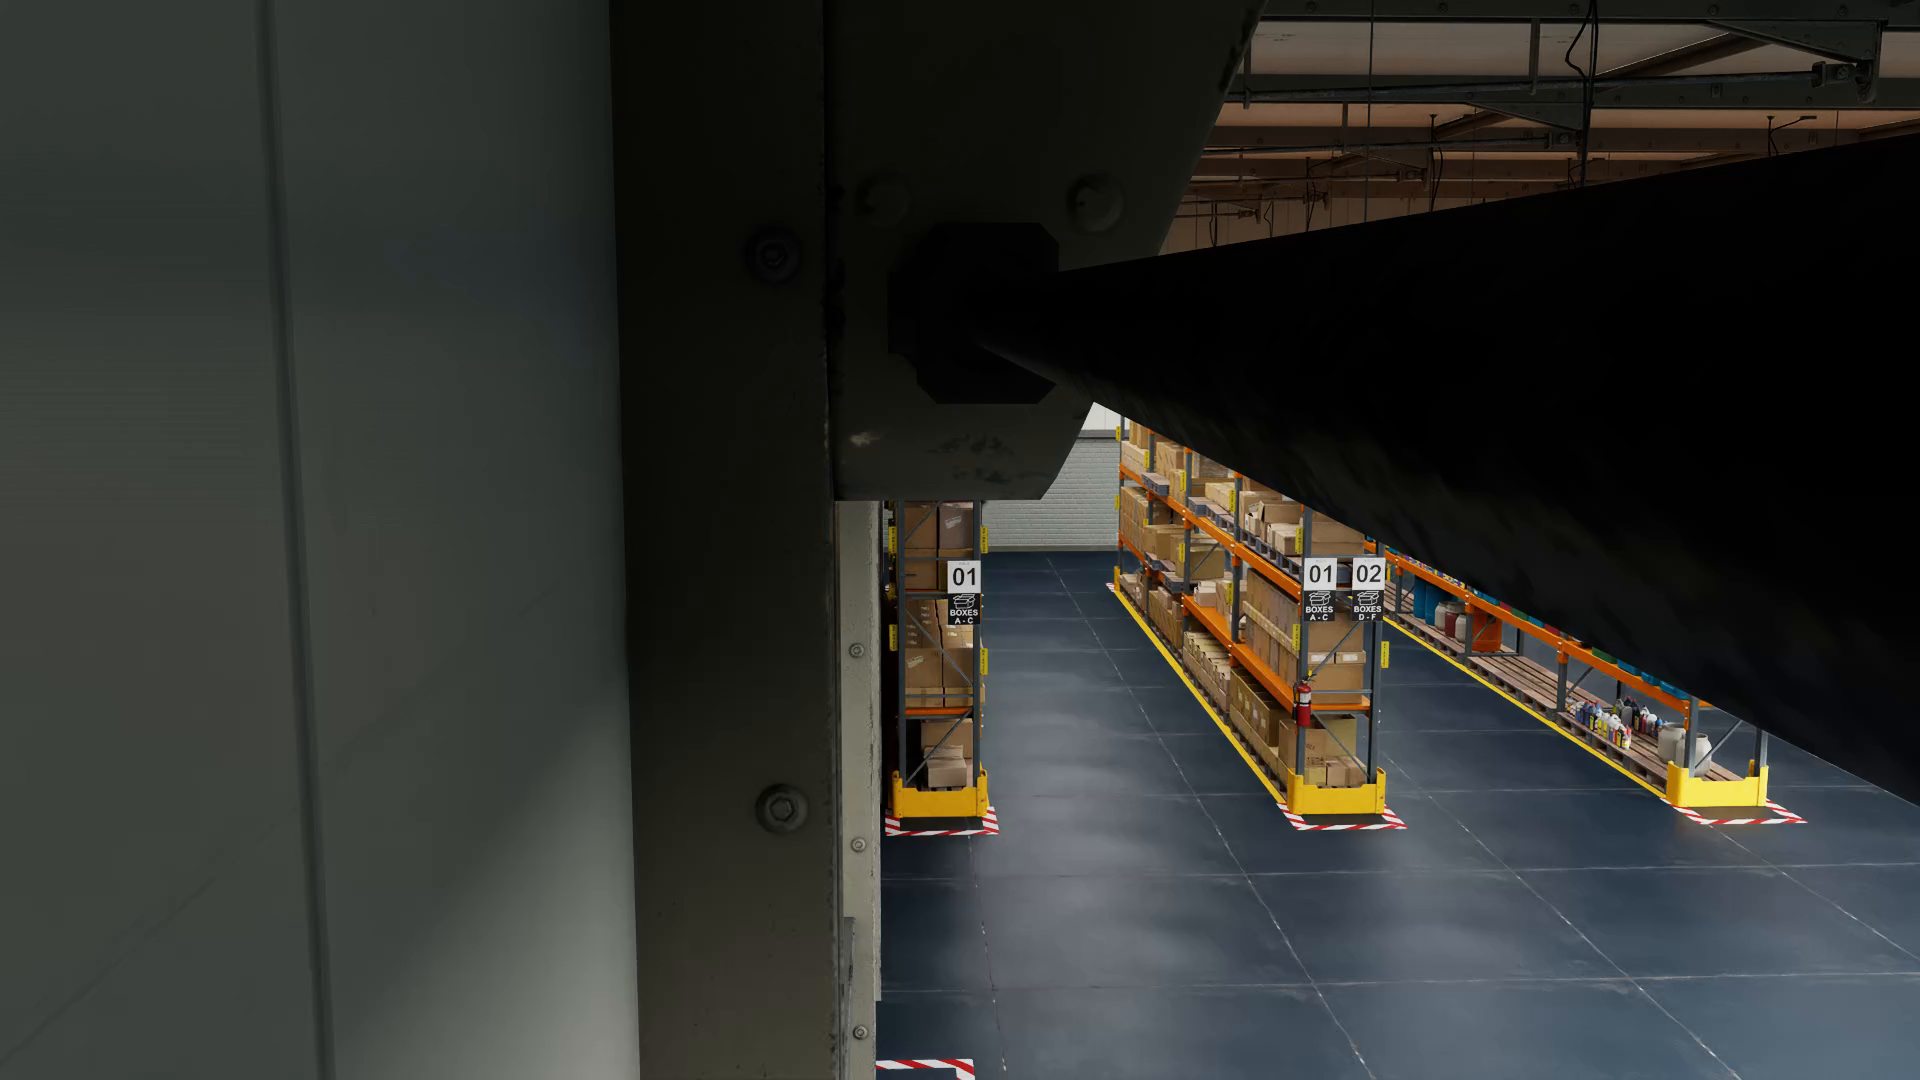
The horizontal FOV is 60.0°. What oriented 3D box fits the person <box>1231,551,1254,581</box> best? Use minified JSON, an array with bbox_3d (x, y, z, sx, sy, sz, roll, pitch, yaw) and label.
[{"bbox_3d":[5.985,0.419,35.103,0.655,1.796,0.701,-2,8,-13],"label":"person"}]
